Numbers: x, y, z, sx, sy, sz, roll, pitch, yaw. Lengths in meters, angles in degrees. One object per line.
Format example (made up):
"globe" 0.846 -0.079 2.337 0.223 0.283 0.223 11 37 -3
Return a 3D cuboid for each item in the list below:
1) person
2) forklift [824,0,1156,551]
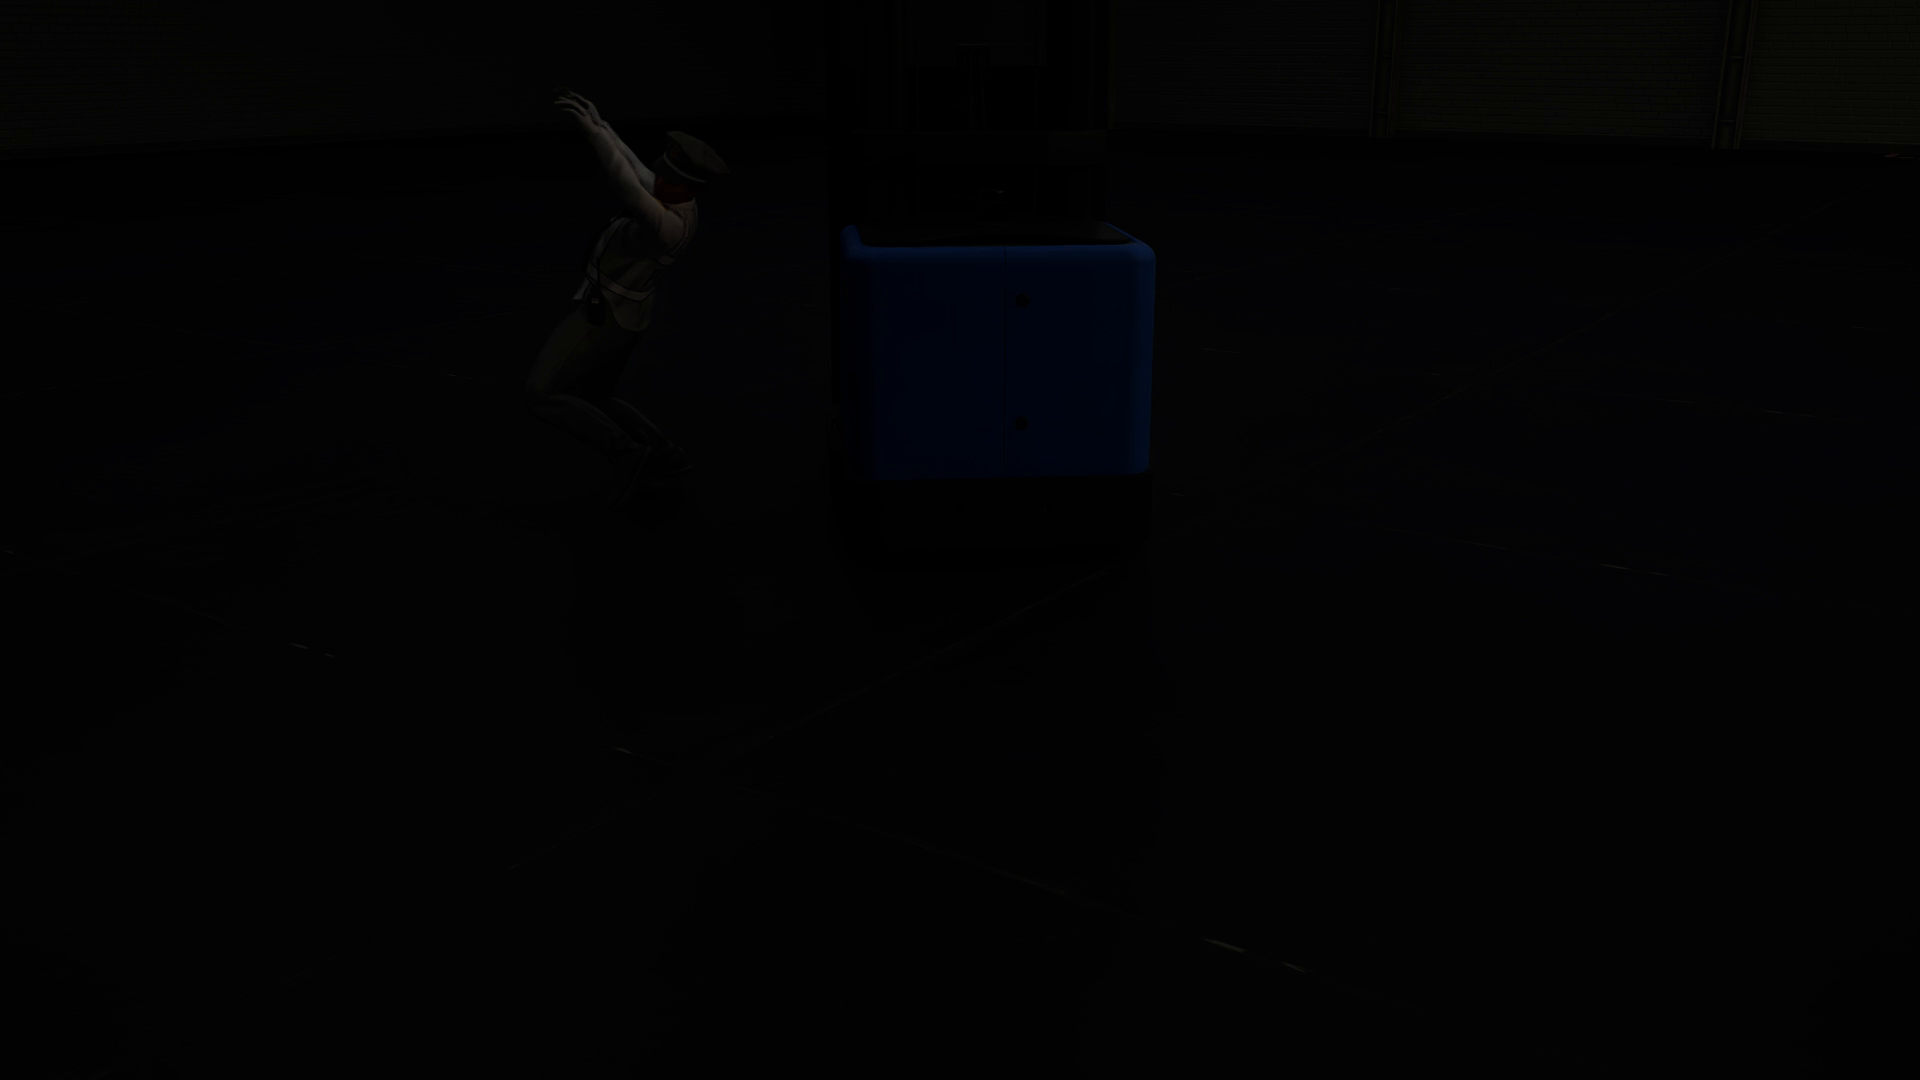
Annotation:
"person" -1.227 -0.880 6.228 0.759 1.536 0.881 1 17 3
"forklift" 0.002 -1.740 6.653 1.130 2.935 3.031 -2 17 -5
